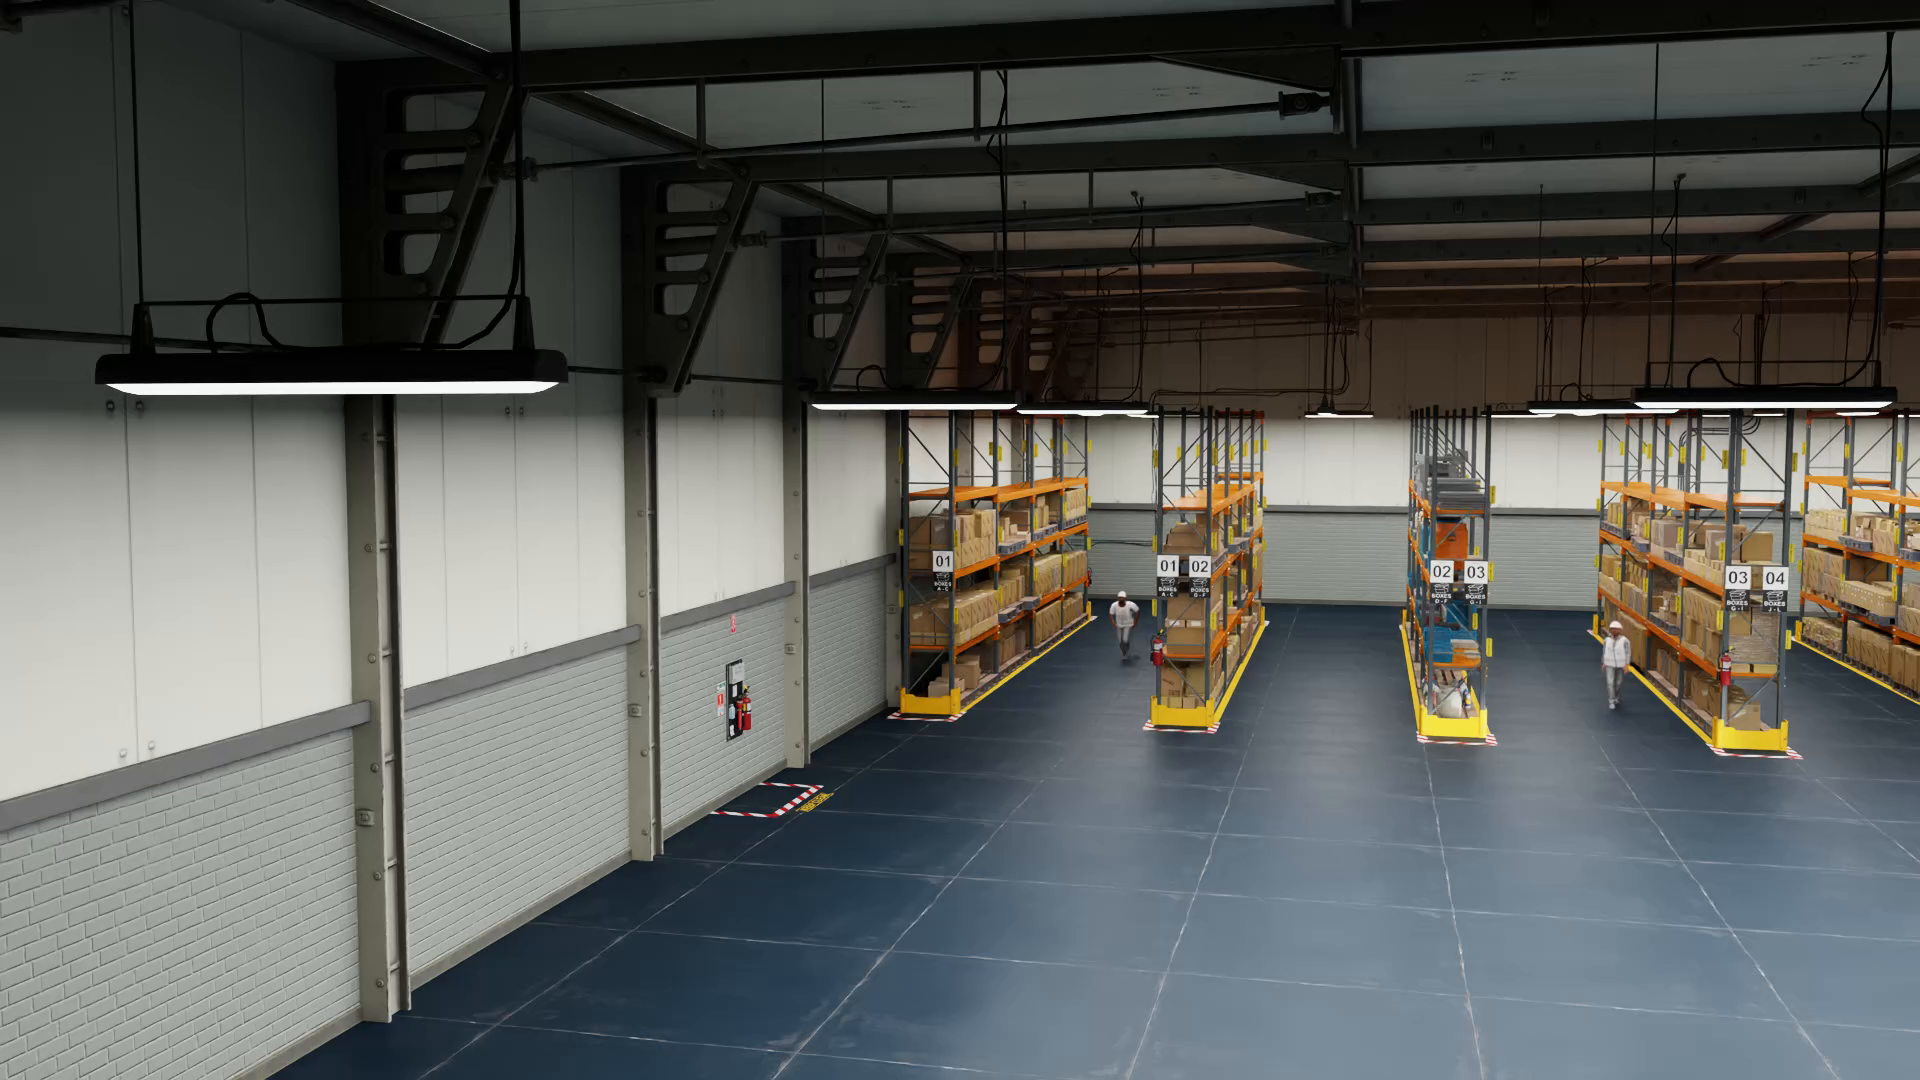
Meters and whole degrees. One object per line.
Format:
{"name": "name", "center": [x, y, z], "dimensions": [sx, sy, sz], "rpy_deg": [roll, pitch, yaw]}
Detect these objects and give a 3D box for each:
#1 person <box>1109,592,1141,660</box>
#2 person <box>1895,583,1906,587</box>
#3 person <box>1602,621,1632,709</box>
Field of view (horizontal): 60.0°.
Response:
{"name": "person", "center": [3.933, 2.042, 39.693], "dimensions": [0.738, 1.670, 0.682], "rpy_deg": [2, 4, 22]}
{"name": "person", "center": [23.705, 1.893, 41.869], "dimensions": [0.498, 1.671, 0.503], "rpy_deg": [1, 4, 14]}
{"name": "person", "center": [13.069, 2.478, 33.077], "dimensions": [0.508, 1.715, 1.074], "rpy_deg": [1, 4, 14]}
